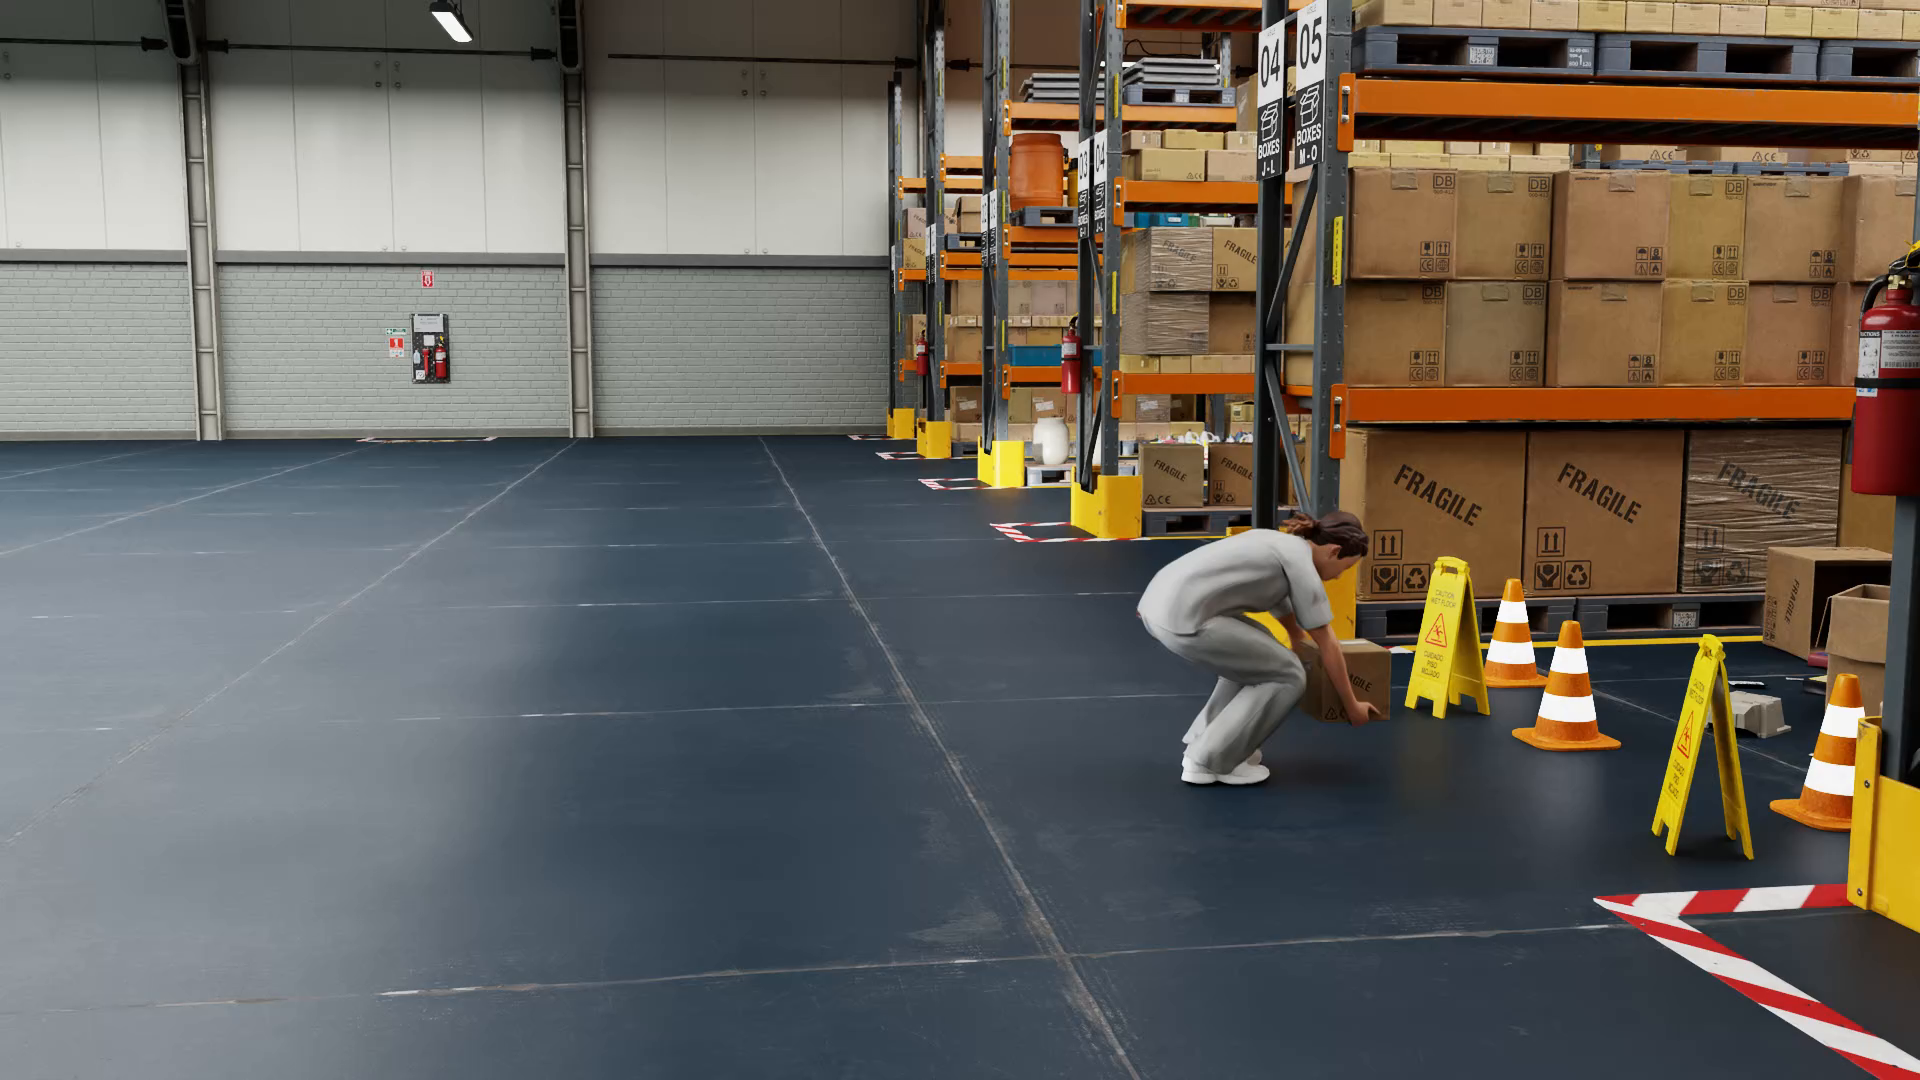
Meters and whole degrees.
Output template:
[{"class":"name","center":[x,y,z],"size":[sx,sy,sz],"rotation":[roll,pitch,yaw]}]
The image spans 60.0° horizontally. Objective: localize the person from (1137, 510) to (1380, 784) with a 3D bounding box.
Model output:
[{"class":"person","center":[1.045,0.366,5.862],"size":[0.838,0.939,0.455],"rotation":[-1,7,-11]}]
